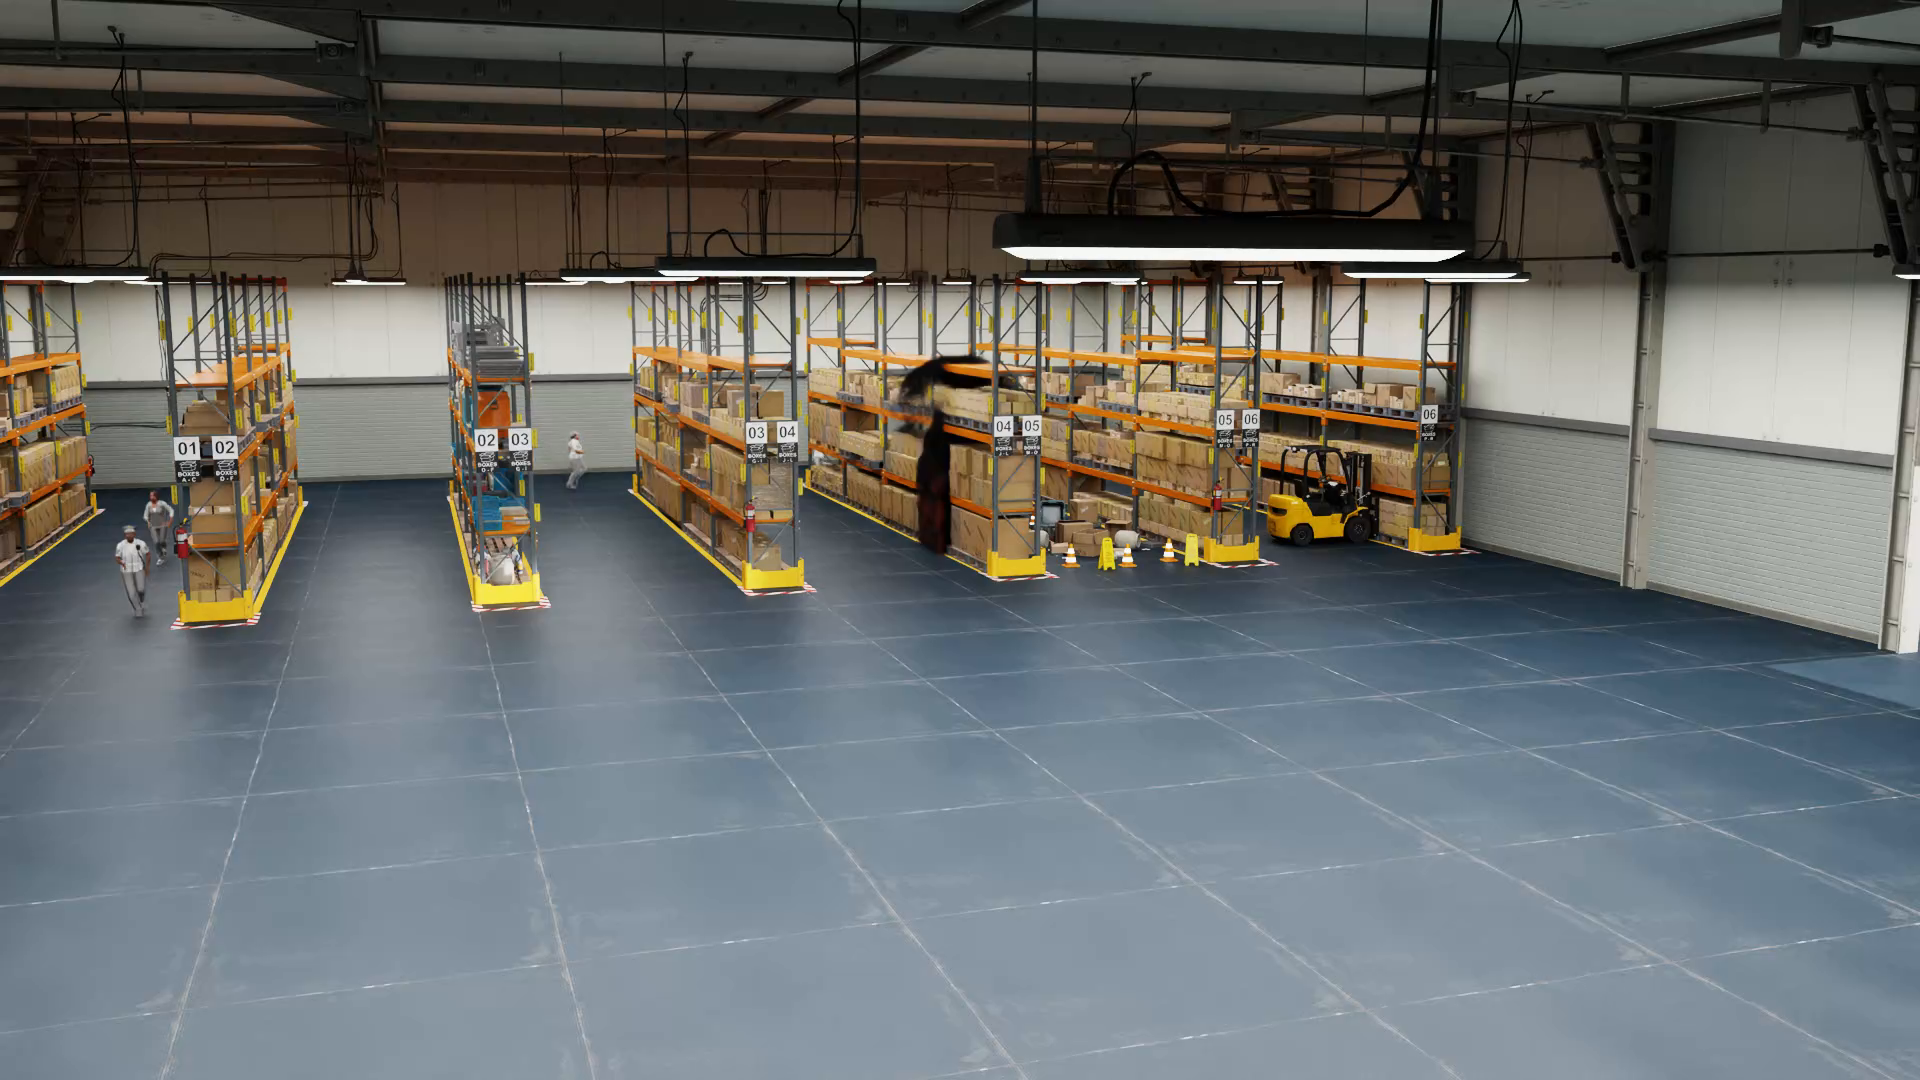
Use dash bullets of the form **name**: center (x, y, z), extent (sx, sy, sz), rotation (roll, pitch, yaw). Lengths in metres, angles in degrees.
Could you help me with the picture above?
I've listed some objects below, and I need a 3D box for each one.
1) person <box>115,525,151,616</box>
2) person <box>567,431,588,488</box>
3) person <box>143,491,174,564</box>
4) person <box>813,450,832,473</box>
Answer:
- **person**: center (-14.451, 0.544, 29.079), extent (0.561, 1.634, 0.607), rotation (-3, 9, -21)
- **person**: center (-11.045, -2.326, 47.968), extent (0.648, 1.644, 0.601), rotation (-1, 9, -9)
- **person**: center (-16.708, -0.254, 34.668), extent (0.560, 1.558, 0.605), rotation (-2, 9, -11)
- **person**: center (-4.193, -2.695, 50.139), extent (0.725, 1.753, 0.985), rotation (8, 12, 43)
